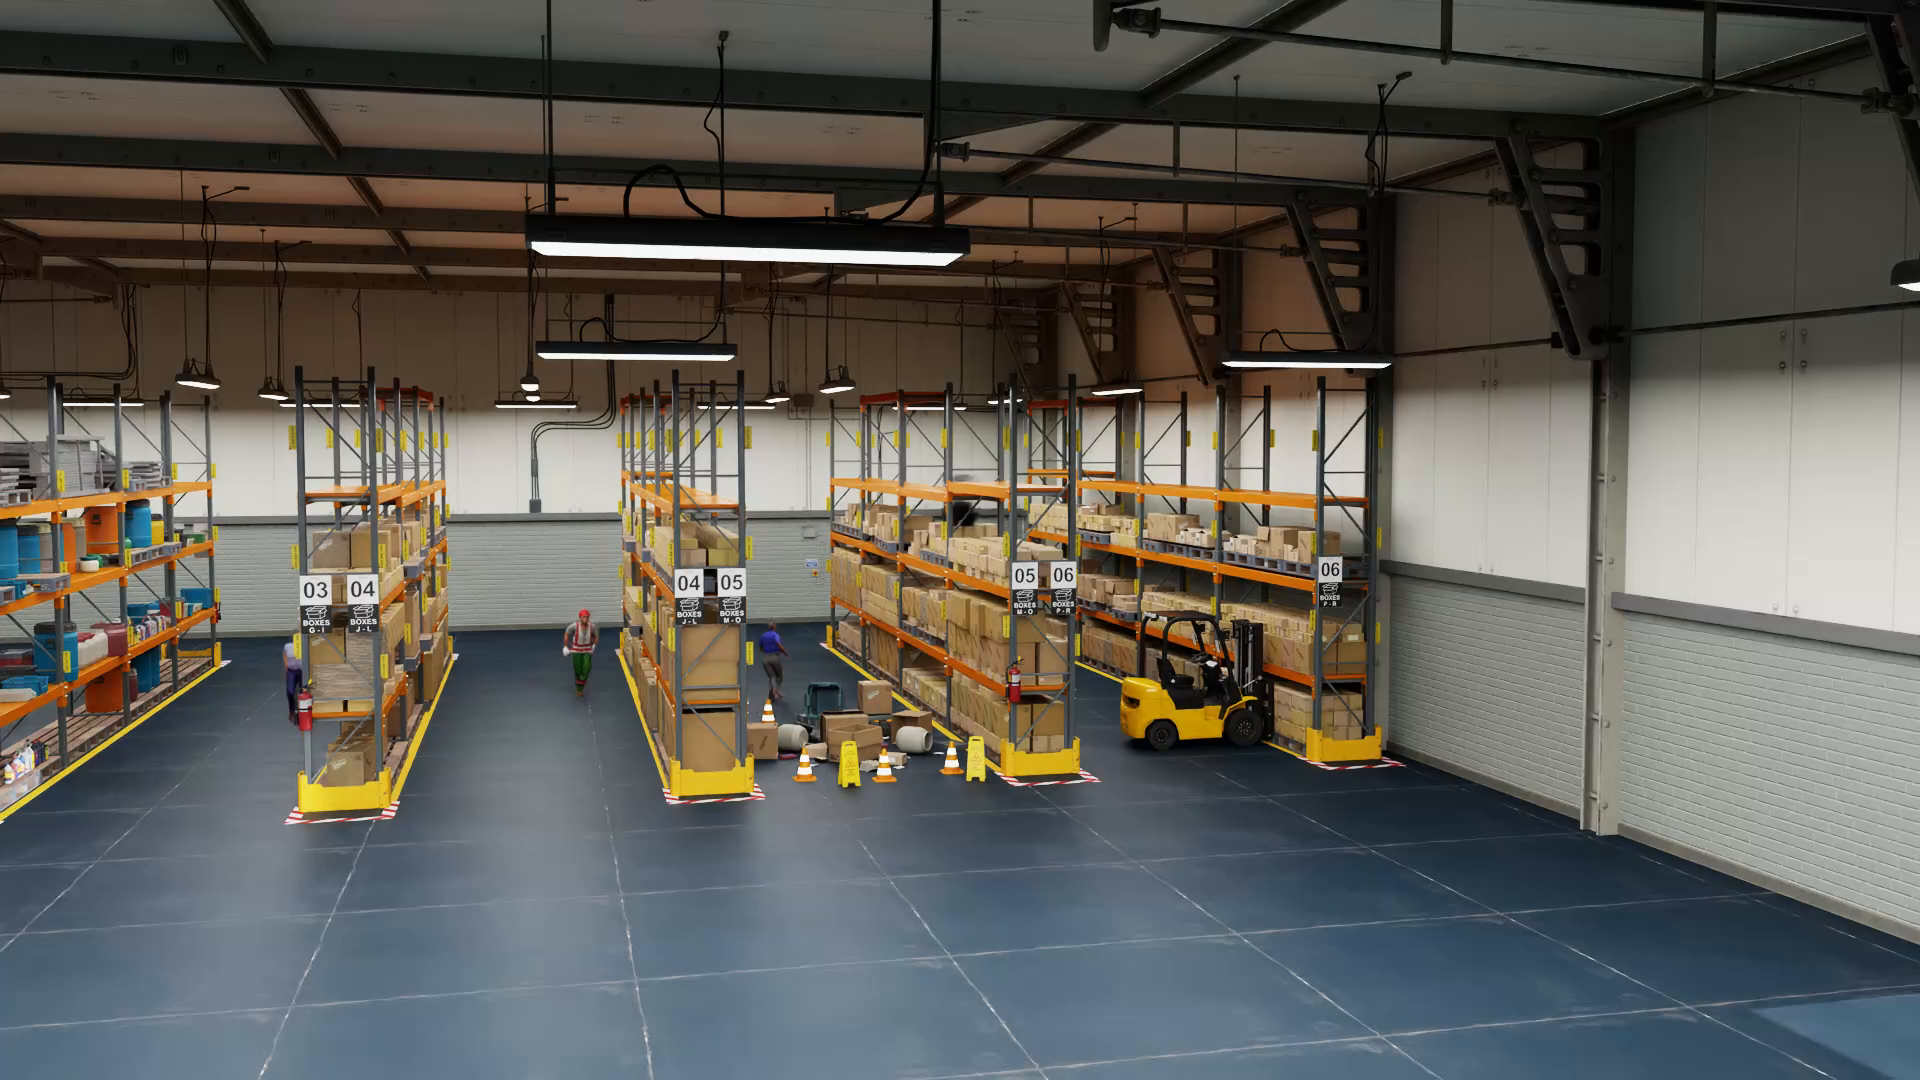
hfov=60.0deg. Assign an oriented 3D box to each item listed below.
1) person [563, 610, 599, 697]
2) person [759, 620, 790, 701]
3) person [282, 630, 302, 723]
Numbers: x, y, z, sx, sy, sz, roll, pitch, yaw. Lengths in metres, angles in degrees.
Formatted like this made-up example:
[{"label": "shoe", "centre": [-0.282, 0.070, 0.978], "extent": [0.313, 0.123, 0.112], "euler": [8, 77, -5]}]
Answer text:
[{"label": "person", "centre": [-7.433, 2.202, 32.644], "extent": [0.667, 1.715, 0.702], "euler": [-2, 4, -28]}, {"label": "person", "centre": [-3.587, 2.343, 31.895], "extent": [0.697, 1.591, 0.574], "euler": [1, 4, 18]}, {"label": "person", "centre": [-11.840, 2.429, 29.749], "extent": [0.527, 1.665, 0.784], "euler": [-1, 4, -19]}]
